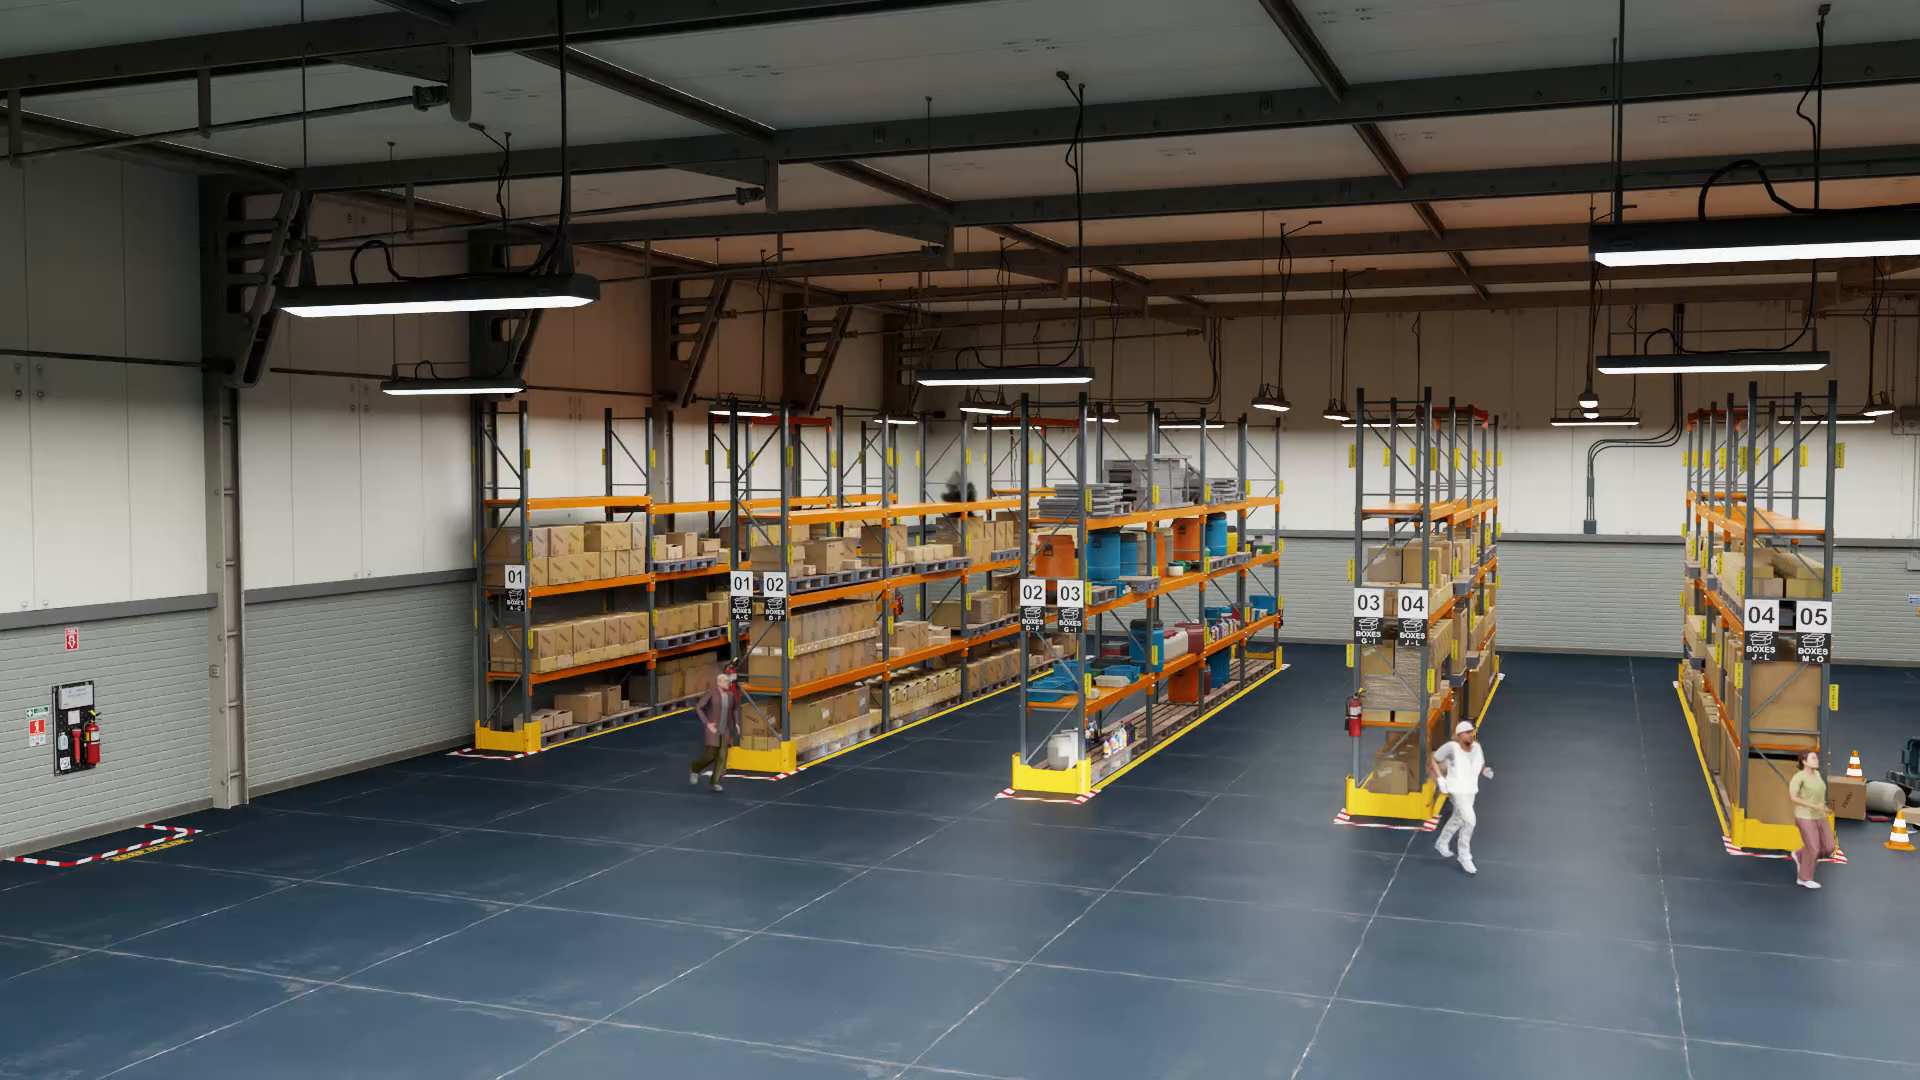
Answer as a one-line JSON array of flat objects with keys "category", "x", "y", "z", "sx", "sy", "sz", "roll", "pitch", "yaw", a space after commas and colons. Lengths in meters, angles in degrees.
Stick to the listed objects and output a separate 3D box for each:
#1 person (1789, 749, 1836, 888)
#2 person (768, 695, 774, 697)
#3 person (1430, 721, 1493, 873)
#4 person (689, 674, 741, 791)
[{"category": "person", "x": 9.915, "y": 3.242, "z": 19.408, "sx": 0.598, "sy": 1.625, "sz": 0.571, "roll": -1, "pitch": 3, "yaw": -23}, {"category": "person", "x": -3.387, "y": 2.672, "z": 31.344, "sx": 0.606, "sy": 1.600, "sz": 0.557, "roll": 1, "pitch": 3, "yaw": 18}, {"category": "person", "x": 6.163, "y": 3.117, "z": 20.454, "sx": 0.640, "sy": 1.813, "sz": 0.859, "roll": -1, "pitch": 3, "yaw": -27}, {"category": "person", "x": -3.659, "y": 2.903, "z": 25.296, "sx": 0.760, "sy": 1.729, "sz": 0.819, "roll": -2, "pitch": 4, "yaw": -41}]
